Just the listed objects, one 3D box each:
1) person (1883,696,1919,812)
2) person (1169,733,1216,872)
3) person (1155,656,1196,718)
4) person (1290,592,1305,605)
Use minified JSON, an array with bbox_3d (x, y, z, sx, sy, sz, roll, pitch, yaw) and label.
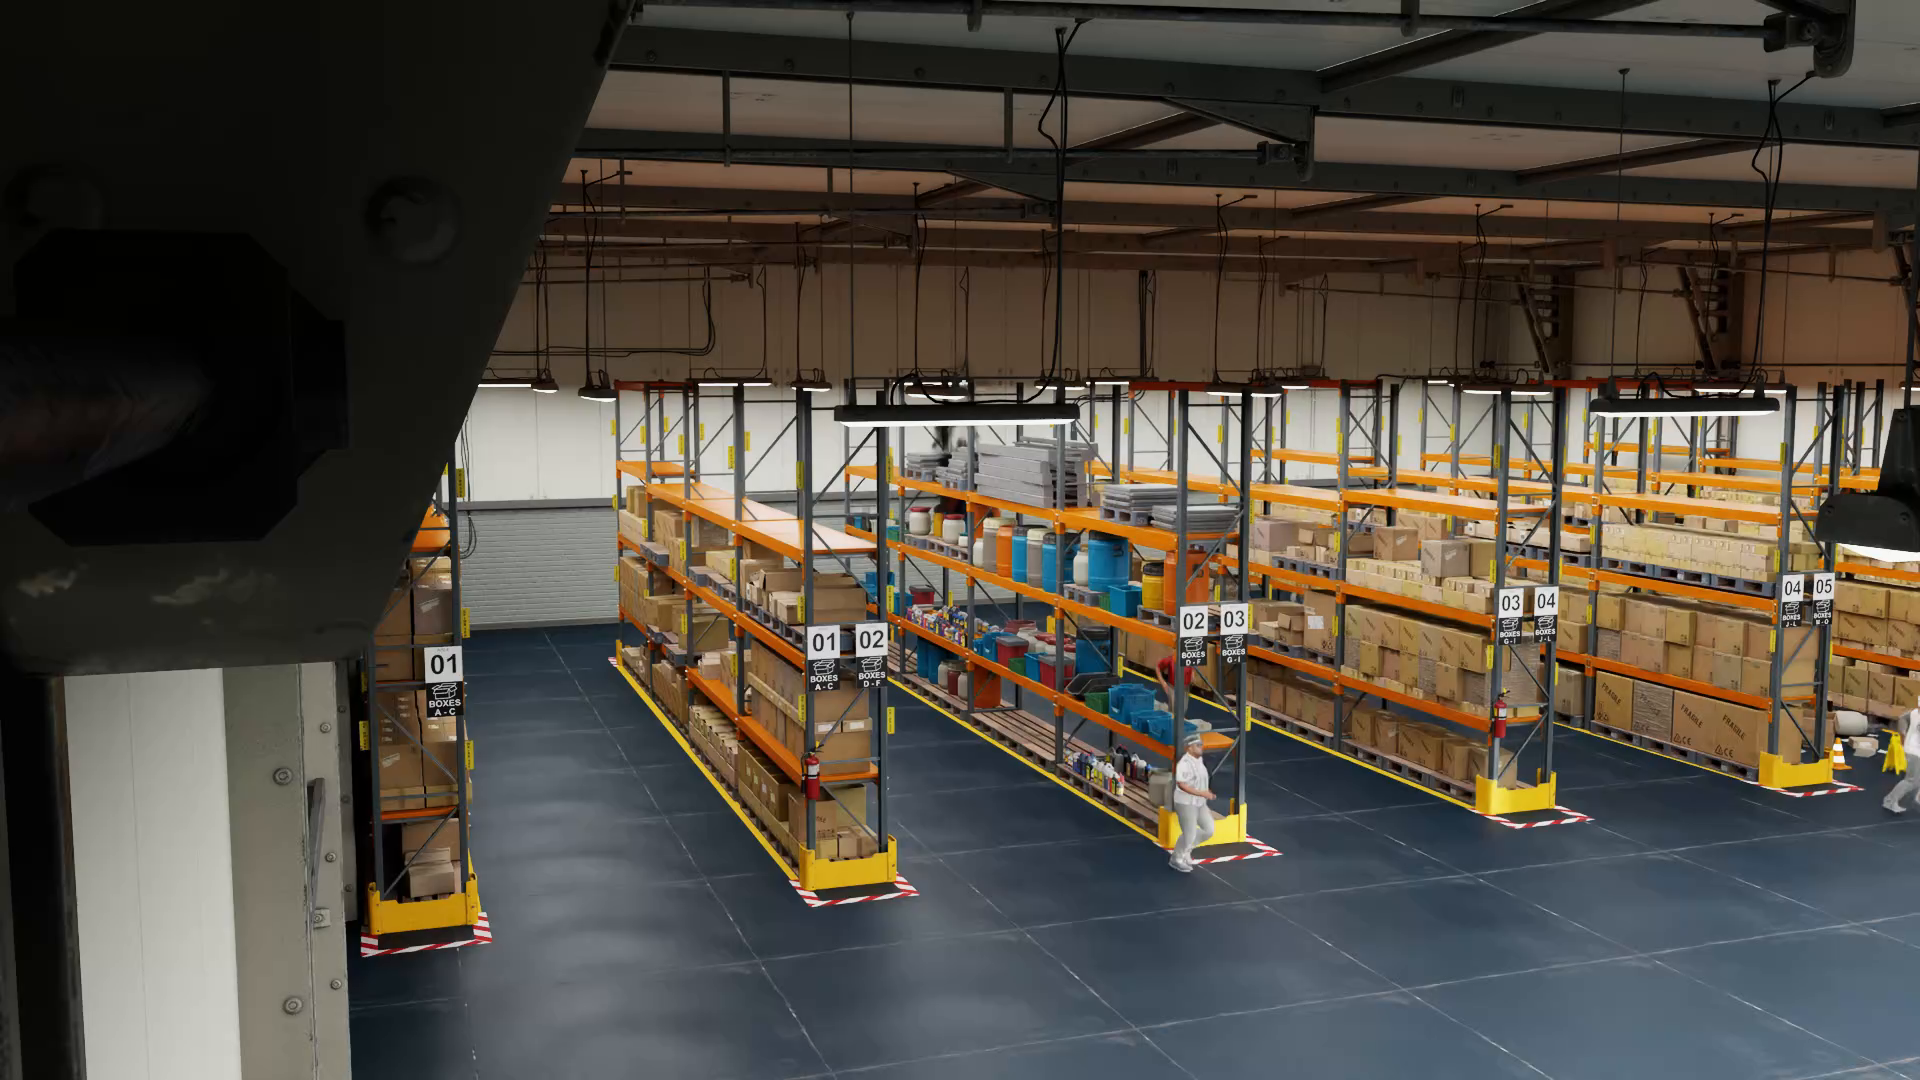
[{"bbox_3d":[13.417,2.995,23.264,0.810,1.768,0.682,2,7,22],"label":"person"},{"bbox_3d":[2.948,3.272,20.776,0.625,1.750,0.692,4,7,34],"label":"person"},{"bbox_3d":[3.673,2.547,27.837,0.662,1.682,0.641,-3,7,-28],"label":"person"},{"bbox_3d":[8.584,0.975,42.468,0.949,1.671,0.613,-4,7,-32],"label":"person"}]
